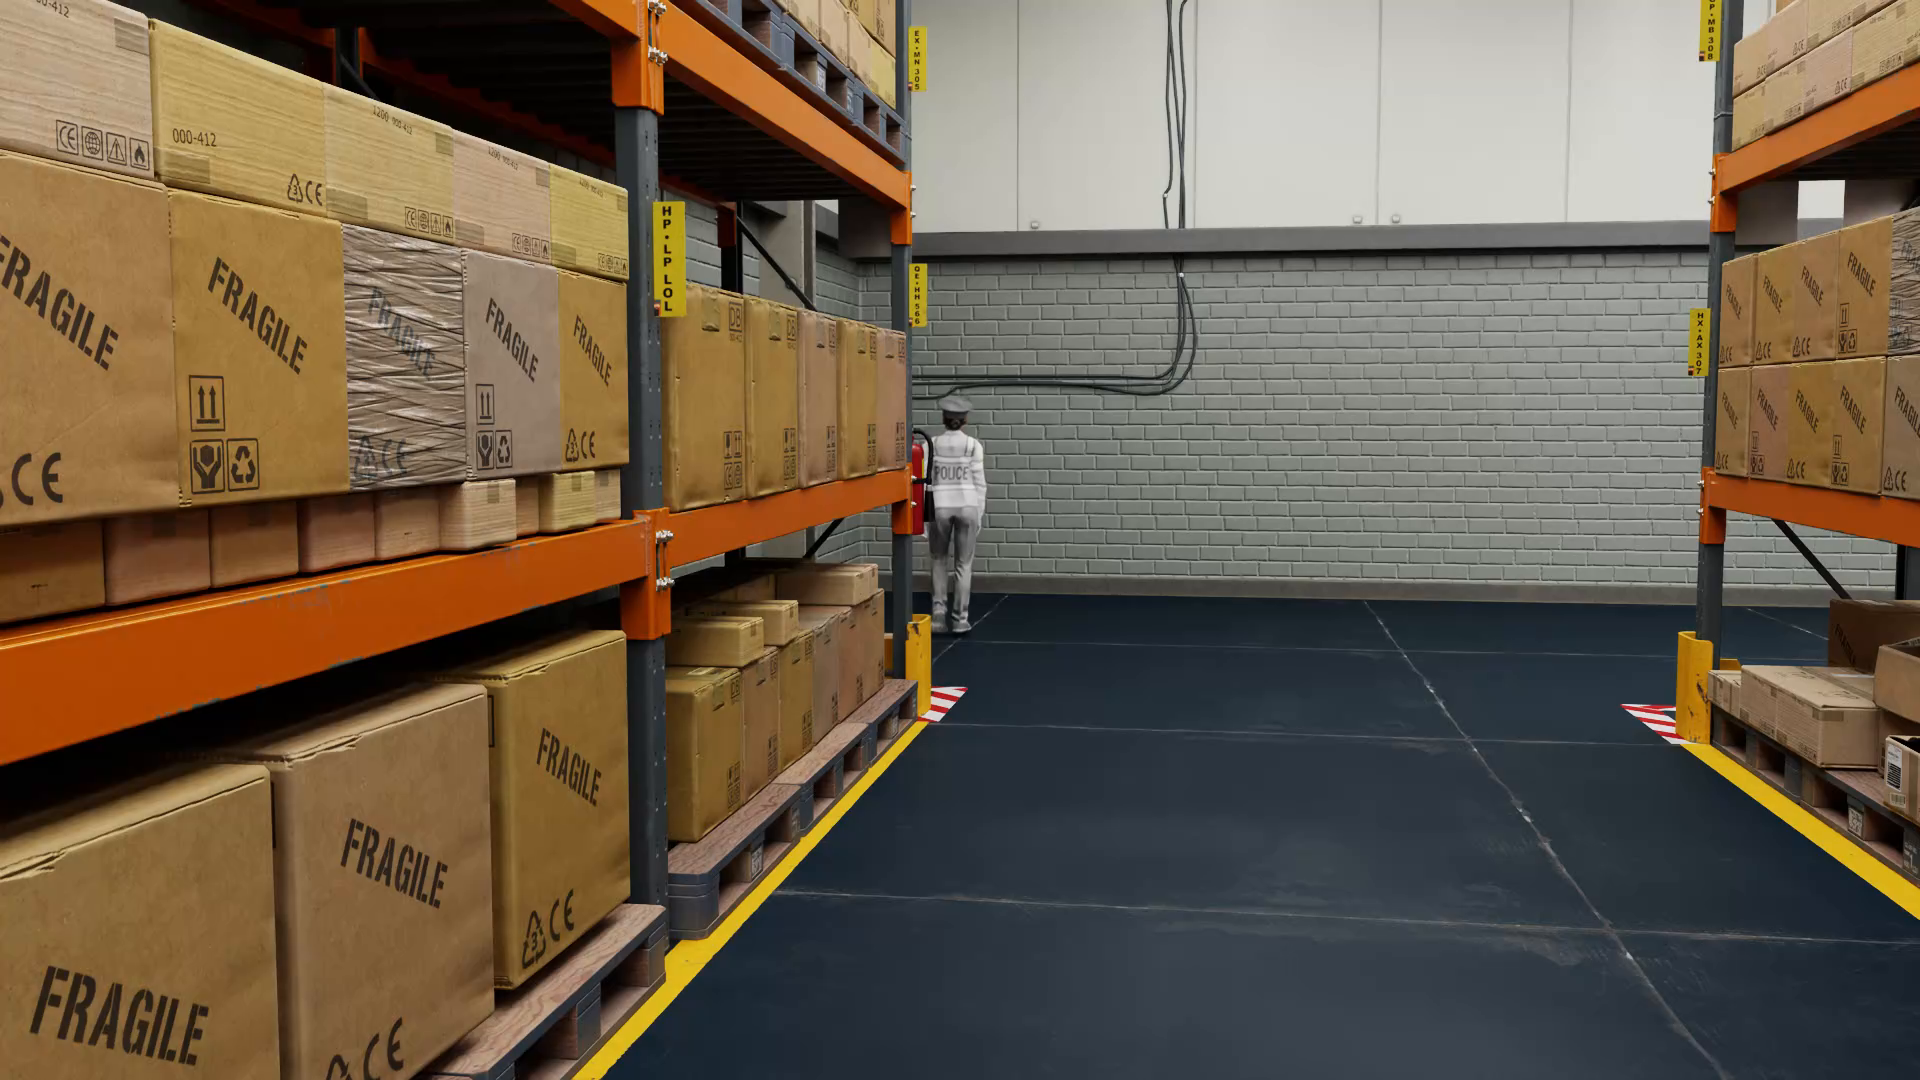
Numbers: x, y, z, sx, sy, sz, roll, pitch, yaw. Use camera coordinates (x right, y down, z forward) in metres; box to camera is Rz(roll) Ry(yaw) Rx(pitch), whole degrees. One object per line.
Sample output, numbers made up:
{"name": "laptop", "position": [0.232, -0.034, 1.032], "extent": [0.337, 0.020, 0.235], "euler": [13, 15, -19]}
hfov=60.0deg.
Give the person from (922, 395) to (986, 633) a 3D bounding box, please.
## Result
{"name": "person", "position": [-0.056, -0.168, 11.825], "extent": [0.495, 1.715, 0.416], "euler": [1, 5, 8]}
